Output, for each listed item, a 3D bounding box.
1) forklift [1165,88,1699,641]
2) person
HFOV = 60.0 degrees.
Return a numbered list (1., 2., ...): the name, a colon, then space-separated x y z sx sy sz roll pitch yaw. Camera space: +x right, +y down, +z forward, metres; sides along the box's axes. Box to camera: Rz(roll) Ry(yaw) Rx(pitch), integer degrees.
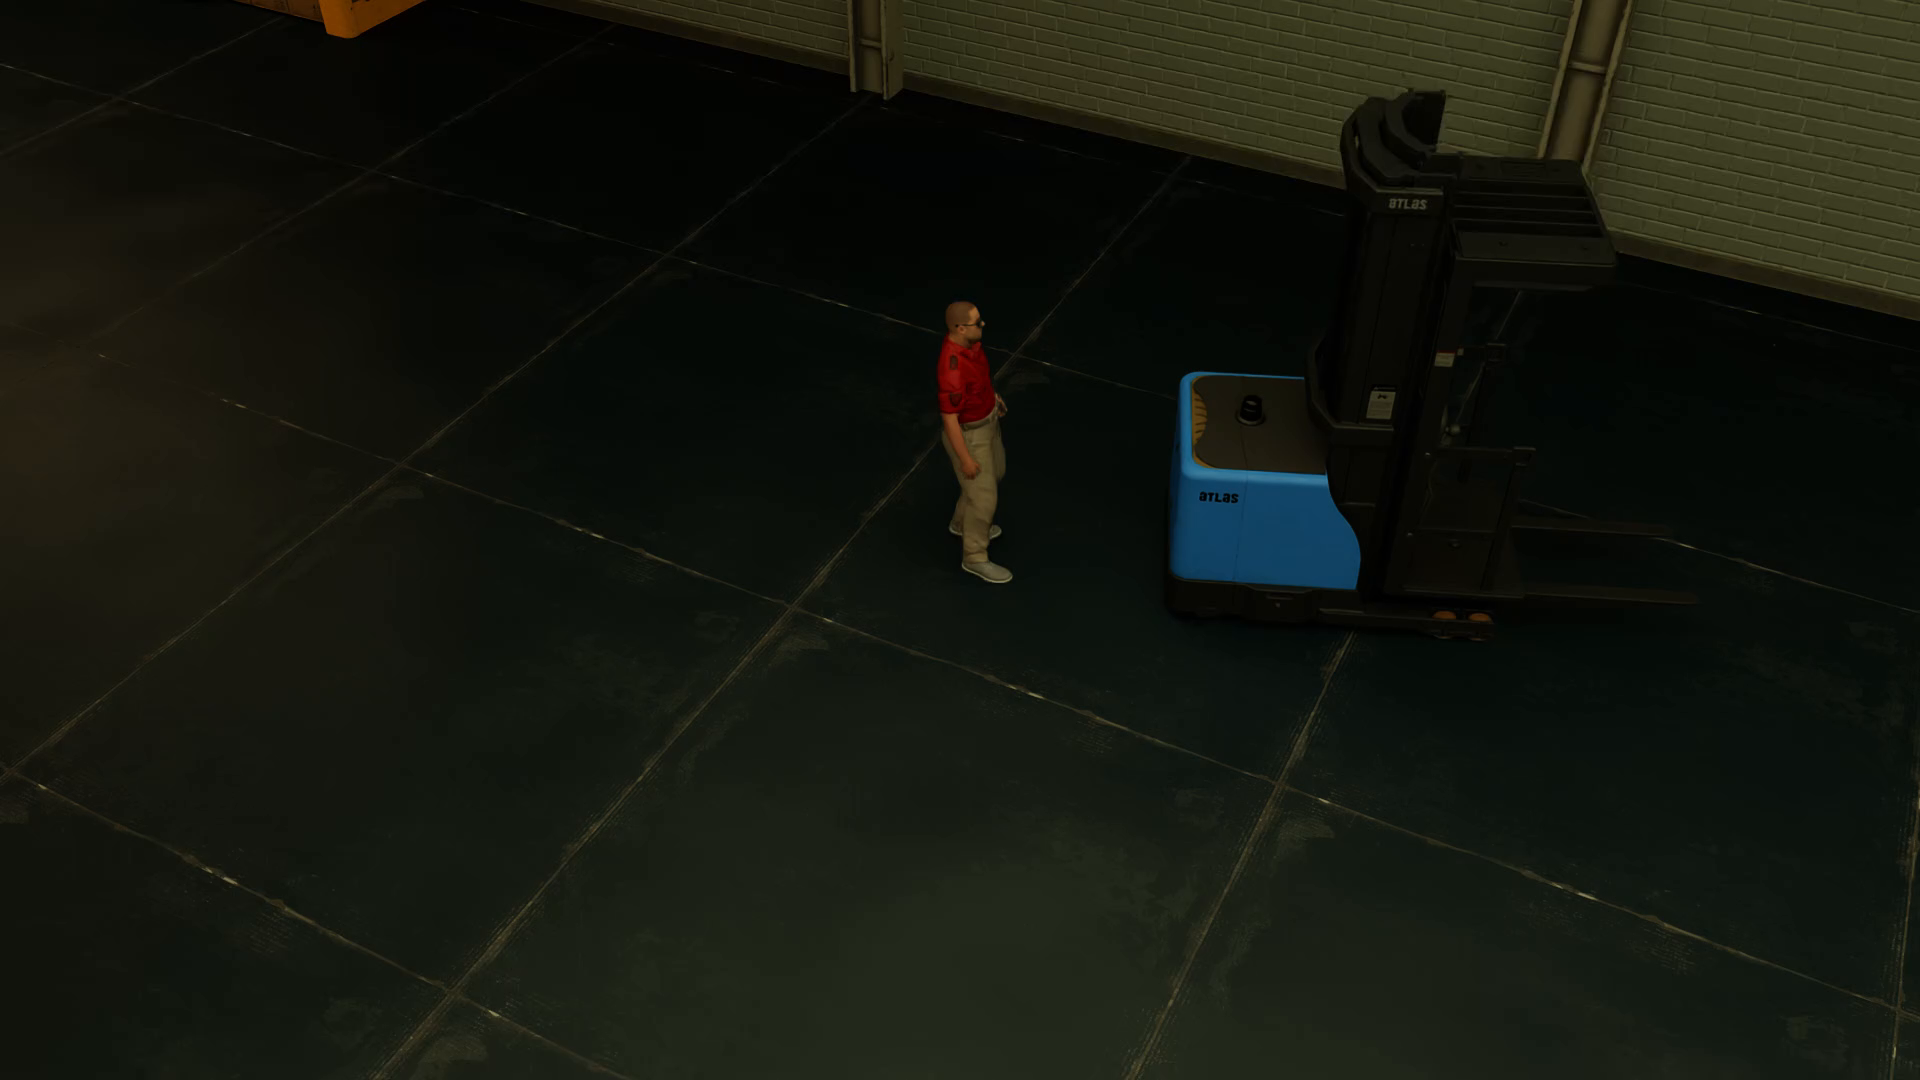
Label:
1. forklift: 2.747 -0.900 9.055 3.031 2.935 1.130 4 40 4
2. person: 0.122 -0.622 9.697 0.498 1.712 0.713 7 41 8
